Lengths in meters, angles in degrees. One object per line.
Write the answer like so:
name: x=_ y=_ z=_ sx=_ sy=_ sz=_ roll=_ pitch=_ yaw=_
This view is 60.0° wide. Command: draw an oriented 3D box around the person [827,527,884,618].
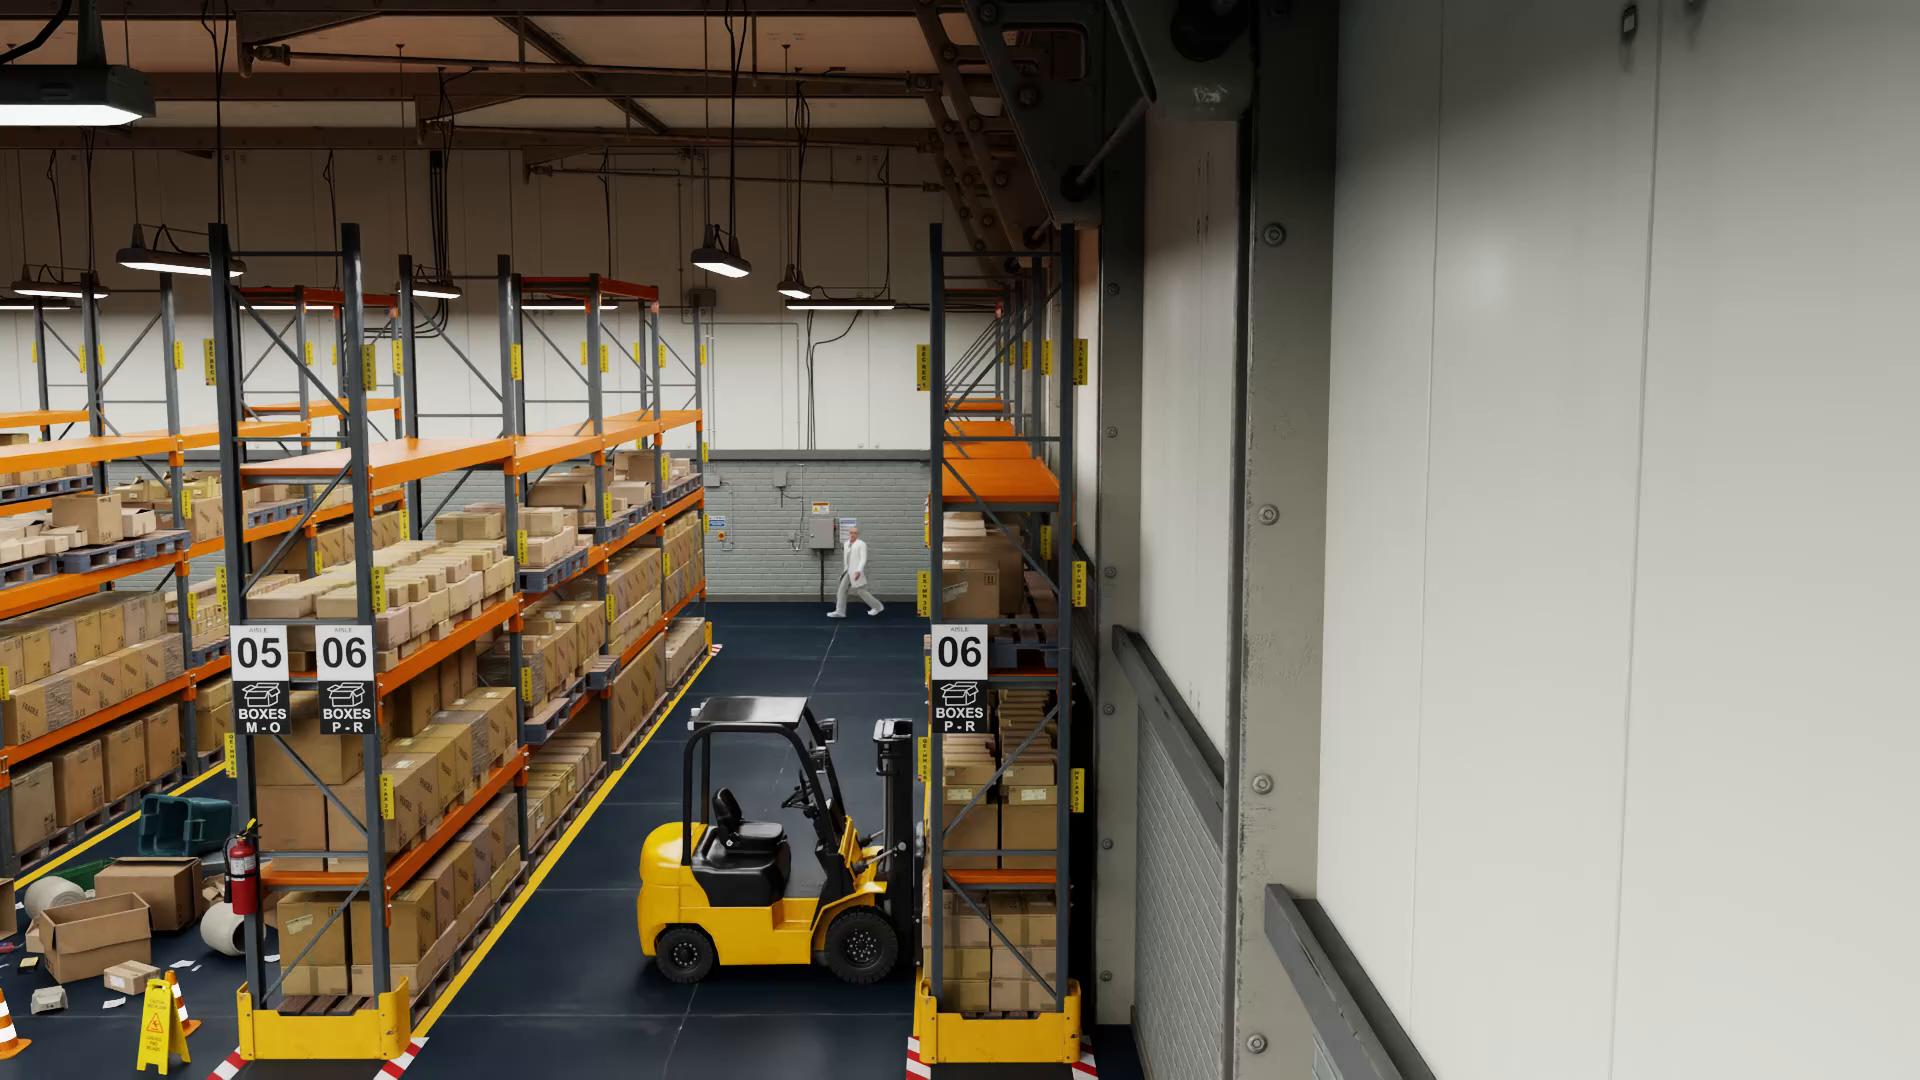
person: x=-1.995 y=0.616 z=31.610 sx=1.097 sy=1.734 sz=0.643 roll=-3 pitch=7 yaw=-21
